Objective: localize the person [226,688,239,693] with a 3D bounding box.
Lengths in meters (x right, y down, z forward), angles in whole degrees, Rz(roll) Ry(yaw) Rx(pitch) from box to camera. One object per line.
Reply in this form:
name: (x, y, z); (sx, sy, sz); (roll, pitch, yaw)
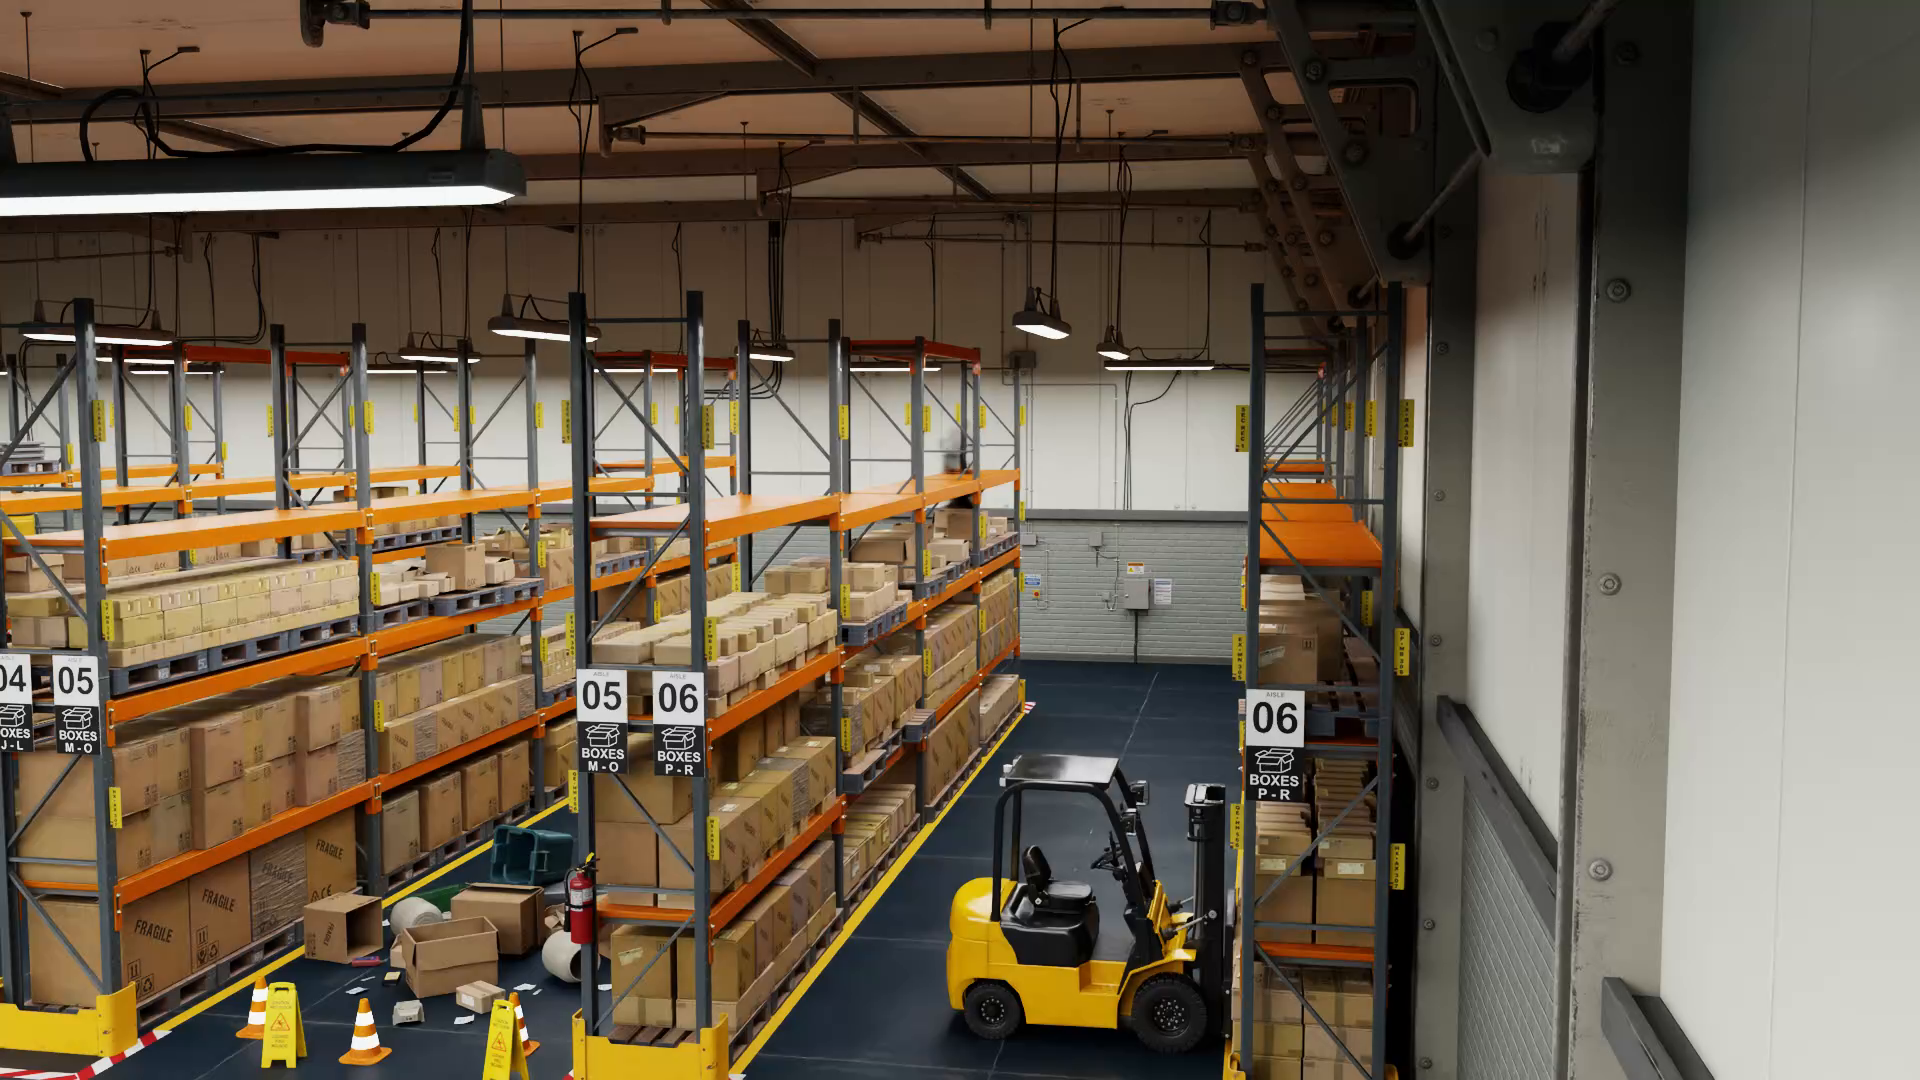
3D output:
person: (-9.018, 2.751, 20.725); (0.586, 1.484, 0.770); (1, 5, 9)
